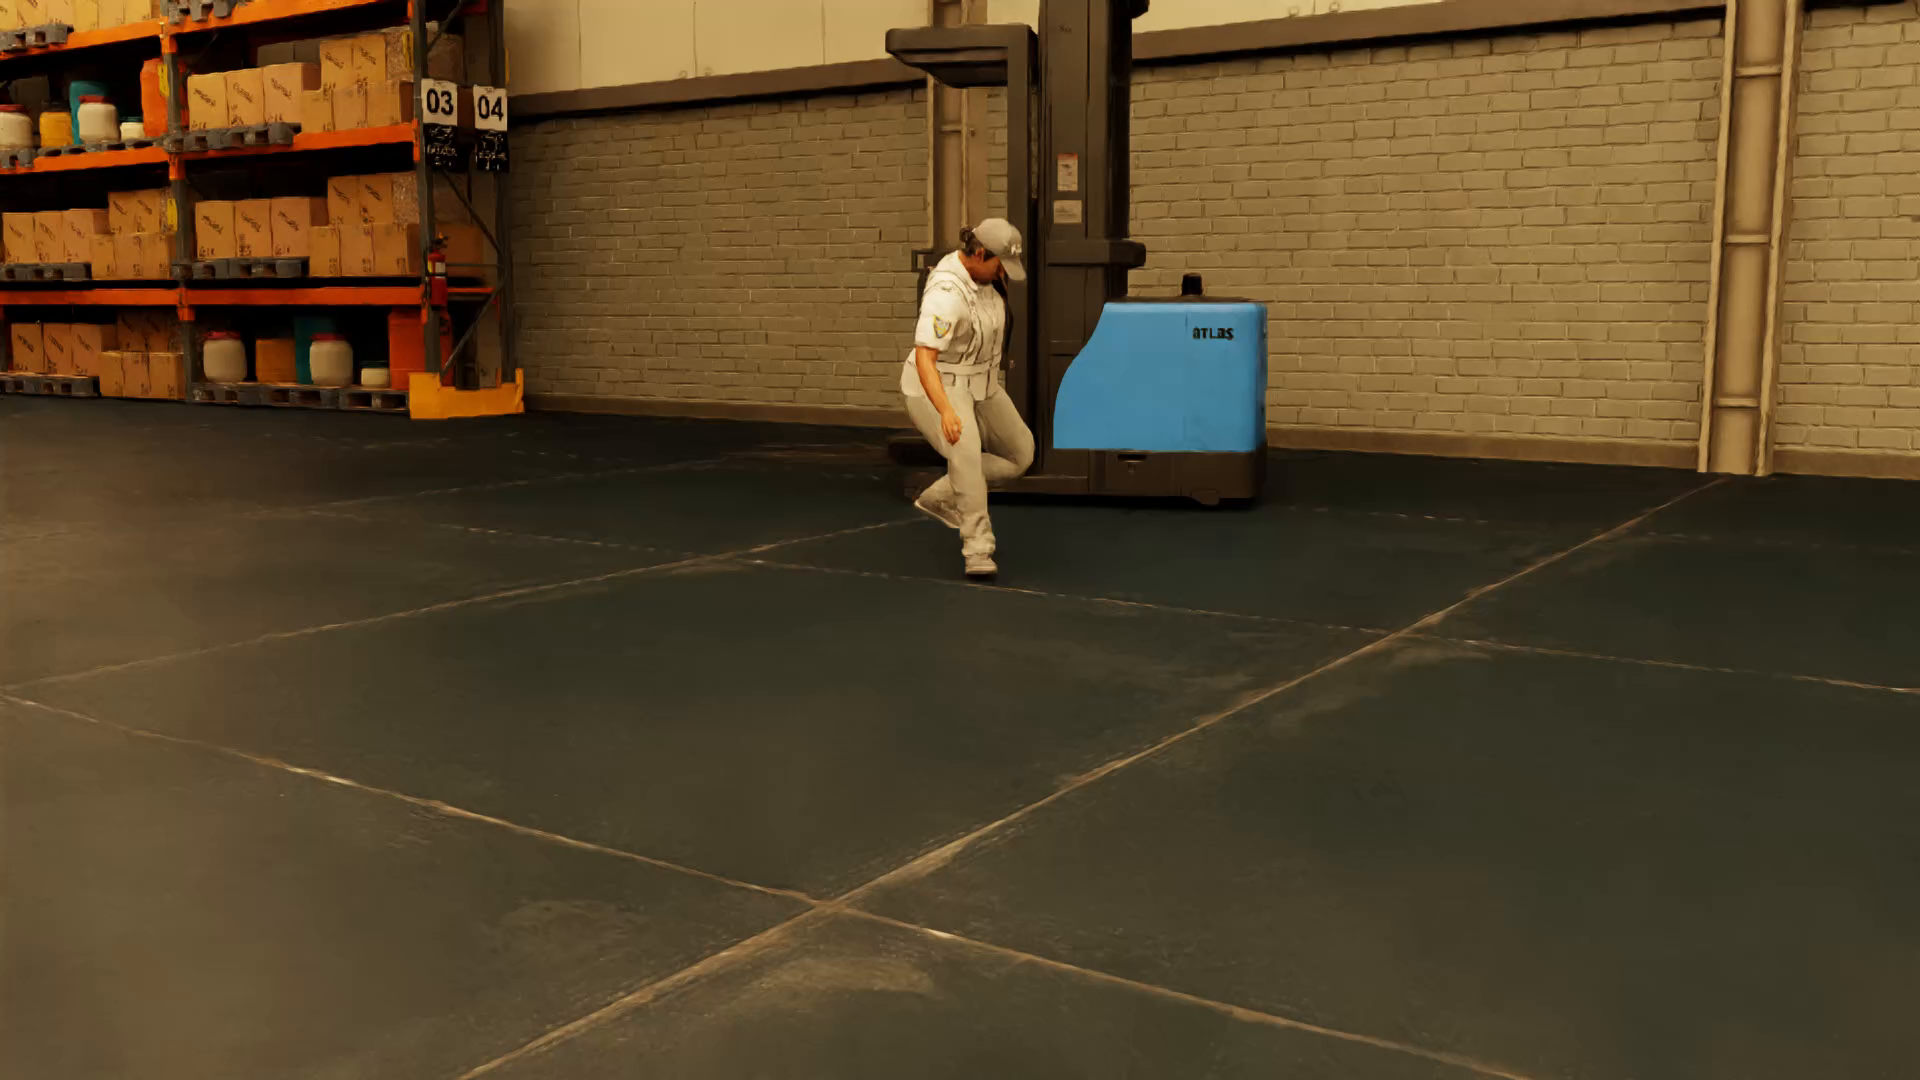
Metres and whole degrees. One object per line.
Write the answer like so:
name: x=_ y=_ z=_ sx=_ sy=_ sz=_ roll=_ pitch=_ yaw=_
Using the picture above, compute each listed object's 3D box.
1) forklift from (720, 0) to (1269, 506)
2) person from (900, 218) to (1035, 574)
forklift: x=0.179 y=-1.716 z=9.261 sx=3.031 sy=2.935 sz=1.130 roll=2 pitch=8 yaw=14
person: x=0.062 y=-0.612 z=6.910 sx=0.691 sy=1.405 sz=1.098 roll=4 pitch=9 yaw=29
